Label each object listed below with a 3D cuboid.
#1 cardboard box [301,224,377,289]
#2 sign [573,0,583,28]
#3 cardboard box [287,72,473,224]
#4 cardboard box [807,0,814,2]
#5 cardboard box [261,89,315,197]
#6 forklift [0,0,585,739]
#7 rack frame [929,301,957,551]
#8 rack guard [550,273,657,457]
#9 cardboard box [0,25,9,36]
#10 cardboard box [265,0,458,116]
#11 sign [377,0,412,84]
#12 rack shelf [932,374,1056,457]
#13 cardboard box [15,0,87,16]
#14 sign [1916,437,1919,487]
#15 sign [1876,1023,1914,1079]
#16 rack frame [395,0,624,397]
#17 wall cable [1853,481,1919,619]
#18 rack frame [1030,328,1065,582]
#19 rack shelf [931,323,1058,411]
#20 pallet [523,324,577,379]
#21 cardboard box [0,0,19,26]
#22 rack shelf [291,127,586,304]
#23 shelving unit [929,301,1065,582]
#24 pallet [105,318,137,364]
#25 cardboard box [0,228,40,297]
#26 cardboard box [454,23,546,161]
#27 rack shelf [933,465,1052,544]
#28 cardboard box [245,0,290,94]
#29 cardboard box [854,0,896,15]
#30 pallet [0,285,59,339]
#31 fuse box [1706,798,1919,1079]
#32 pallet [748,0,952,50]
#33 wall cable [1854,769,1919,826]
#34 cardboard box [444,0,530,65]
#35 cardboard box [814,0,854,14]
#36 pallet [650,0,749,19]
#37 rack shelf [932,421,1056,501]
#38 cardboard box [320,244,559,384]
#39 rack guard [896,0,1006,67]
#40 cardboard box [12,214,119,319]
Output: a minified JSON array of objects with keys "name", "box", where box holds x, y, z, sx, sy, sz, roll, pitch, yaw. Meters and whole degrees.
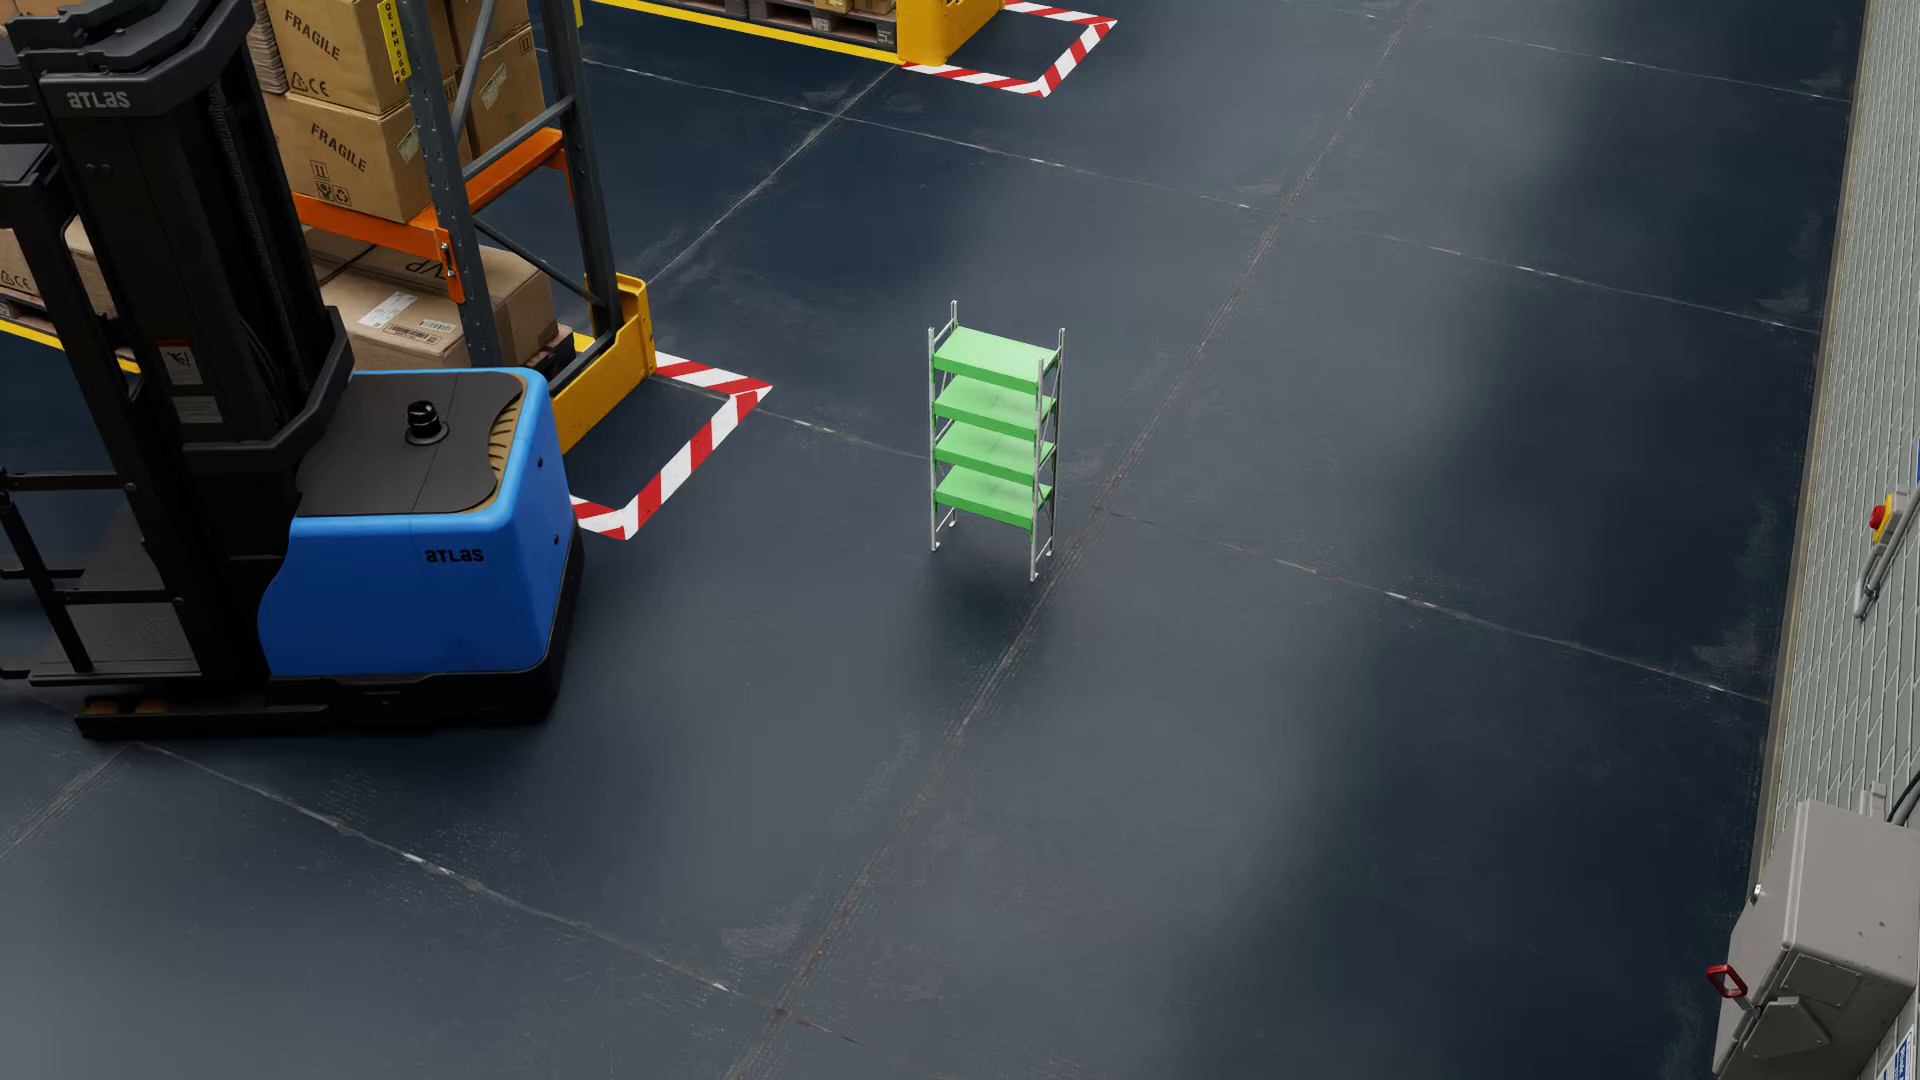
[{"name":"cardboard box","box":[-3.455,-1.323,8.505,0.875,0.438,0.875,18,44,20]},{"name":"sign","box":[-1.742,-2.445,7.443,0.005,0.325,0.100,17,44,19]},{"name":"cardboard box","box":[-2.531,-1.775,7.315,0.500,0.500,0.500,17,44,19]},{"name":"cardboard box","box":[-1.025,-3.965,11.775,0.250,0.149,0.380,17,44,18]},{"name":"cardboard box","box":[-2.980,-1.923,7.486,0.500,0.500,0.500,16,43,18]},{"name":"forklift","box":[-3.174,-0.658,6.155,3.031,2.935,1.130,-1,41,-2]},{"name":"rack frame","box":[-0.071,-0.475,7.266,0.015,1.200,0.240,17,44,19]},{"name":"rack guard","box":[-1.960,-0.809,8.186,0.348,0.500,1.175,17,44,19]},{"name":"cardboard box","box":[-4.390,-2.337,7.964,0.500,0.500,0.500,17,44,19]},{"name":"cardboard box","box":[-2.520,-2.168,7.006,0.500,0.500,0.500,18,44,20]},{"name":"sign","box":[-2.224,-1.969,6.551,0.005,0.325,0.100,17,44,19]},{"name":"rack shelf","box":[0.150,-0.541,7.073,0.480,0.148,0.258,17,44,19]},{"name":"cardboard box","box":[-3.907,-2.575,7.475,0.500,0.500,0.500,17,44,18]},{"name":"sign","box":[3.213,-0.327,5.514,0.001,0.218,0.327,17,44,19]},{"name":"sign","box":[2.096,1.380,3.824,0.001,0.494,0.329,17,44,19]},{"name":"rack frame","box":[-1.982,-1.760,7.375,0.127,3.000,1.000,17,44,19]},{"name":"wall cable","box":[3.138,-0.609,5.246,0.123,1.953,0.585,17,44,19]},{"name":"rack frame","box":[0.371,-0.340,7.110,0.015,1.200,0.240,17,44,19]},{"name":"rack shelf","box":[0.150,-0.722,6.916,0.480,0.148,0.258,17,44,19]},{"name":"pallet","box":[-2.740,-0.882,8.490,1.213,0.211,1.003,17,44,19]},{"name":"cardboard box","box":[-4.363,-2.716,7.637,0.500,0.500,0.500,18,44,19]},{"name":"rack shelf","box":[-3.795,-2.042,8.249,4.000,0.370,1.077,17,44,19]},{"name":"shelving unit","box":[0.150,-0.408,7.188,0.503,1.200,0.258,17,44,19]},{"name":"pallet","box":[-3.841,-1.220,8.881,1.213,0.211,1.003,17,44,19]},{"name":"cardboard box","box":[-5.083,-1.821,9.080,0.875,0.438,0.875,16,44,18]},{"name":"cardboard box","box":[-2.296,-2.102,7.692,0.500,0.500,0.500,17,44,18]},{"name":"rack shelf","box":[0.150,-0.178,7.387,0.480,0.148,0.258,17,44,19]},{"name":"cardboard box","box":[-3.006,-2.296,7.152,0.500,0.500,0.500,17,44,19]},{"name":"cardboard box","box":[-0.546,-3.830,11.618,0.250,0.149,0.380,18,44,19]},{"name":"pallet","box":[-4.951,-1.557,9.270,1.213,0.211,1.003,17,44,19]},{"name":"fuse box","box":[2.117,1.480,4.619,0.414,1.711,0.539,17,44,19]},{"name":"pallet","box":[-0.771,-3.940,12.018,1.213,0.211,1.003,17,44,19]},{"name":"wall cable","box":[2.549,0.248,4.282,0.122,1.984,0.588,17,44,19]},{"name":"cardboard box","box":[-2.297,-2.478,7.363,0.500,0.500,0.500,16,43,18]},{"name":"cardboard box","box":[-0.822,-3.841,11.631,0.250,0.149,0.380,18,44,20]},{"name":"pallet","box":[-1.873,-4.279,12.409,1.213,0.211,1.003,17,44,19]},{"name":"rack shelf","box":[0.150,-0.359,7.230,0.480,0.148,0.258,17,44,19]},{"name":"cardboard box","box":[-2.623,-1.074,8.219,0.875,0.438,0.875,16,43,17]},{"name":"rack guard","box":[-0.050,-3.803,11.640,0.348,0.500,1.175,17,44,19]},{"name":"cardboard box","box":[-4.272,-1.574,8.795,0.875,0.438,0.875,16,43,17]}]
